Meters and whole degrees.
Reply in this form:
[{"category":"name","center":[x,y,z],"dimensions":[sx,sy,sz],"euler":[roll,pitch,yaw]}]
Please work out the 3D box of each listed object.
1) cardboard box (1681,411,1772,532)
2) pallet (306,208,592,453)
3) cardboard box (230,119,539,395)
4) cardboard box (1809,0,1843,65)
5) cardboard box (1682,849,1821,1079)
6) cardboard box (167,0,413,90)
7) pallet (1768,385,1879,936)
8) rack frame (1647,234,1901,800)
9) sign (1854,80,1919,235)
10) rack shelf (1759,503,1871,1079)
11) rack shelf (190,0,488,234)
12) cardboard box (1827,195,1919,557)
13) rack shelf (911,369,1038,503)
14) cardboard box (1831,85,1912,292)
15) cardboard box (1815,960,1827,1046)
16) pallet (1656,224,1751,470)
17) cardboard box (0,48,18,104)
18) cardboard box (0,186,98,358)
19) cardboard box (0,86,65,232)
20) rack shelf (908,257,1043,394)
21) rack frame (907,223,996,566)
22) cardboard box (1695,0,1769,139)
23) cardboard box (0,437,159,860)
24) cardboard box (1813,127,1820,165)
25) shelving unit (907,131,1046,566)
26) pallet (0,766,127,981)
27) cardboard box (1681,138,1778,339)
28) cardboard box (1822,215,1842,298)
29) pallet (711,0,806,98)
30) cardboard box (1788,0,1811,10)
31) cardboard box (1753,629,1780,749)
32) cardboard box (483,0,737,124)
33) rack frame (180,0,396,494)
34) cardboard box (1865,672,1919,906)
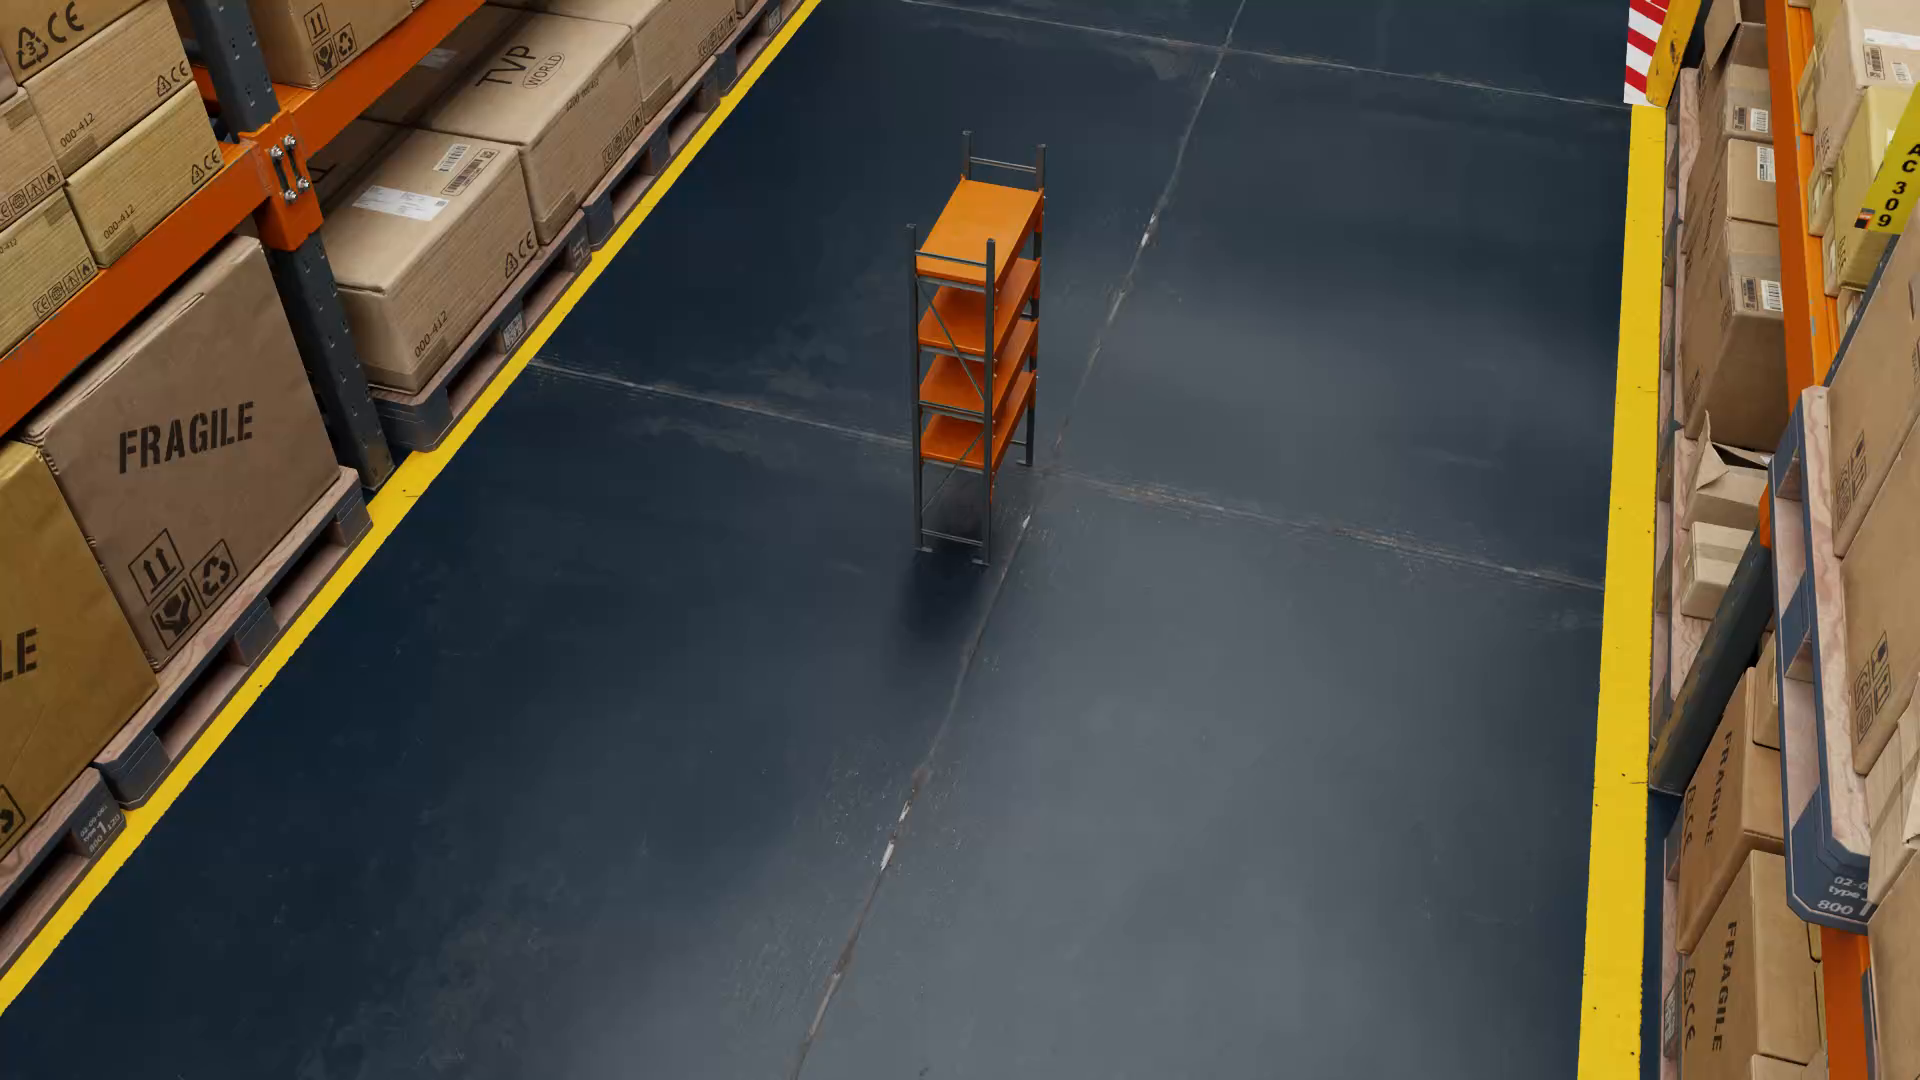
[{"category":"cardboard box","center":[2.373,-0.166,4.929],"dimensions":[0.396,0.266,0.258],"euler":[14,46,14]},{"category":"pallet","center":[-2.051,-0.864,5.982],"dimensions":[1.003,0.211,1.213],"euler":[13,46,13]},{"category":"cardboard box","center":[-2.063,-1.000,5.659],"dimensions":[0.875,0.438,0.875],"euler":[12,46,12]},{"category":"cardboard box","center":[2.599,-1.432,4.463],"dimensions":[0.500,0.250,0.500],"euler":[12,46,12]},{"category":"cardboard box","center":[1.863,1.054,3.515],"dimensions":[0.500,0.500,0.500],"euler":[12,46,12]},{"category":"cardboard box","center":[-1.964,-1.663,4.733],"dimensions":[0.500,0.500,0.500],"euler":[14,46,14]},{"category":"pallet","center":[2.030,0.257,2.980],"dimensions":[1.003,0.211,1.213],"euler":[13,46,13]},{"category":"rack frame","center":[2.376,-0.321,3.434],"dimensions":[1.000,3.000,0.127],"euler":[13,46,13]},{"category":"sign","center":[1.856,-0.740,3.243],"dimensions":[0.100,0.325,0.005],"euler":[13,46,13]},{"category":"rack shelf","center":[1.770,1.269,2.323],"dimensions":[1.077,0.370,4.000],"euler":[13,46,13]},{"category":"rack shelf","center":[-1.750,-2.446,6.119],"dimensions":[1.077,0.370,4.000],"euler":[13,46,13]},{"category":"cardboard box","center":[2.016,-0.232,2.971],"dimensions":[0.700,0.500,0.500],"euler":[14,46,14]},{"category":"rack shelf","center":[0.050,-0.349,5.129],"dimensions":[0.258,0.148,0.480],"euler":[13,46,13]},{"category":"cardboard box","center":[2.298,-0.765,3.782],"dimensions":[0.500,0.250,0.500],"euler":[14,46,14]},{"category":"cardboard box","center":[1.867,0.933,3.175],"dimensions":[0.380,0.149,0.250],"euler":[12,46,12]},{"category":"pallet","center":[2.952,-0.598,5.710],"dimensions":[1.003,0.211,1.213],"euler":[13,46,13]},{"category":"cardboard box","center":[-2.401,-1.066,3.408],"dimensions":[0.500,0.500,0.500],"euler":[13,46,13]},{"category":"cardboard box","center":[-2.407,-0.625,3.851],"dimensions":[0.500,0.250,0.500],"euler":[12,46,12]},{"category":"cardboard box","center":[-2.402,-0.815,3.688],"dimensions":[0.500,0.250,0.500],"euler":[14,46,13]},{"category":"rack shelf","center":[0.050,-0.651,4.834],"dimensions":[0.258,0.148,0.480],"euler":[13,46,13]},{"category":"rack frame","center":[-0.024,-0.377,4.777],"dimensions":[0.240,1.200,0.015],"euler":[13,46,13]},{"category":"cardboard box","center":[3.312,-1.858,6.488],"dimensions":[0.797,0.503,0.637],"euler":[11,45,11]},{"category":"cardboard box","center":[-2.733,0.273,4.045],"dimensions":[0.875,0.875,0.875],"euler":[14,46,14]},{"category":"cardboard box","center":[2.451,-1.023,4.330],"dimensions":[0.380,0.149,0.250],"euler":[14,46,14]},{"category":"shelving unit","center":[0.050,-0.539,4.943],"dimensions":[0.258,1.200,0.503],"euler":[13,46,13]},{"category":"pallet","center":[-2.885,0.973,4.105],"dimensions":[1.003,0.211,1.213],"euler":[13,46,13]},{"category":"cardboard box","center":[2.760,-0.964,5.577],"dimensions":[0.500,0.500,0.500],"euler":[13,46,13]},{"category":"cardboard box","center":[2.290,-0.676,3.975],"dimensions":[0.380,0.149,0.250],"euler":[14,46,14]},{"category":"pallet","center":[-1.312,-2.490,7.644],"dimensions":[1.003,0.211,1.213],"euler":[13,46,13]},{"category":"cardboard box","center":[2.728,-1.709,5.031],"dimensions":[0.380,0.149,0.250],"euler":[14,46,13]},{"category":"cardboard box","center":[2.014,0.373,3.747],"dimensions":[0.380,0.149,0.250],"euler":[15,46,14]},{"category":"cardboard box","center":[-1.518,-2.198,6.883],"dimensions":[0.875,0.438,0.875],"euler":[14,46,14]},{"category":"rack frame","center":[-2.356,-1.370,4.505],"dimensions":[1.000,3.000,0.127],"euler":[13,46,13]},{"category":"cardboard box","center":[1.589,0.422,2.470],"dimensions":[0.396,0.266,0.258],"euler":[15,46,14]}]
